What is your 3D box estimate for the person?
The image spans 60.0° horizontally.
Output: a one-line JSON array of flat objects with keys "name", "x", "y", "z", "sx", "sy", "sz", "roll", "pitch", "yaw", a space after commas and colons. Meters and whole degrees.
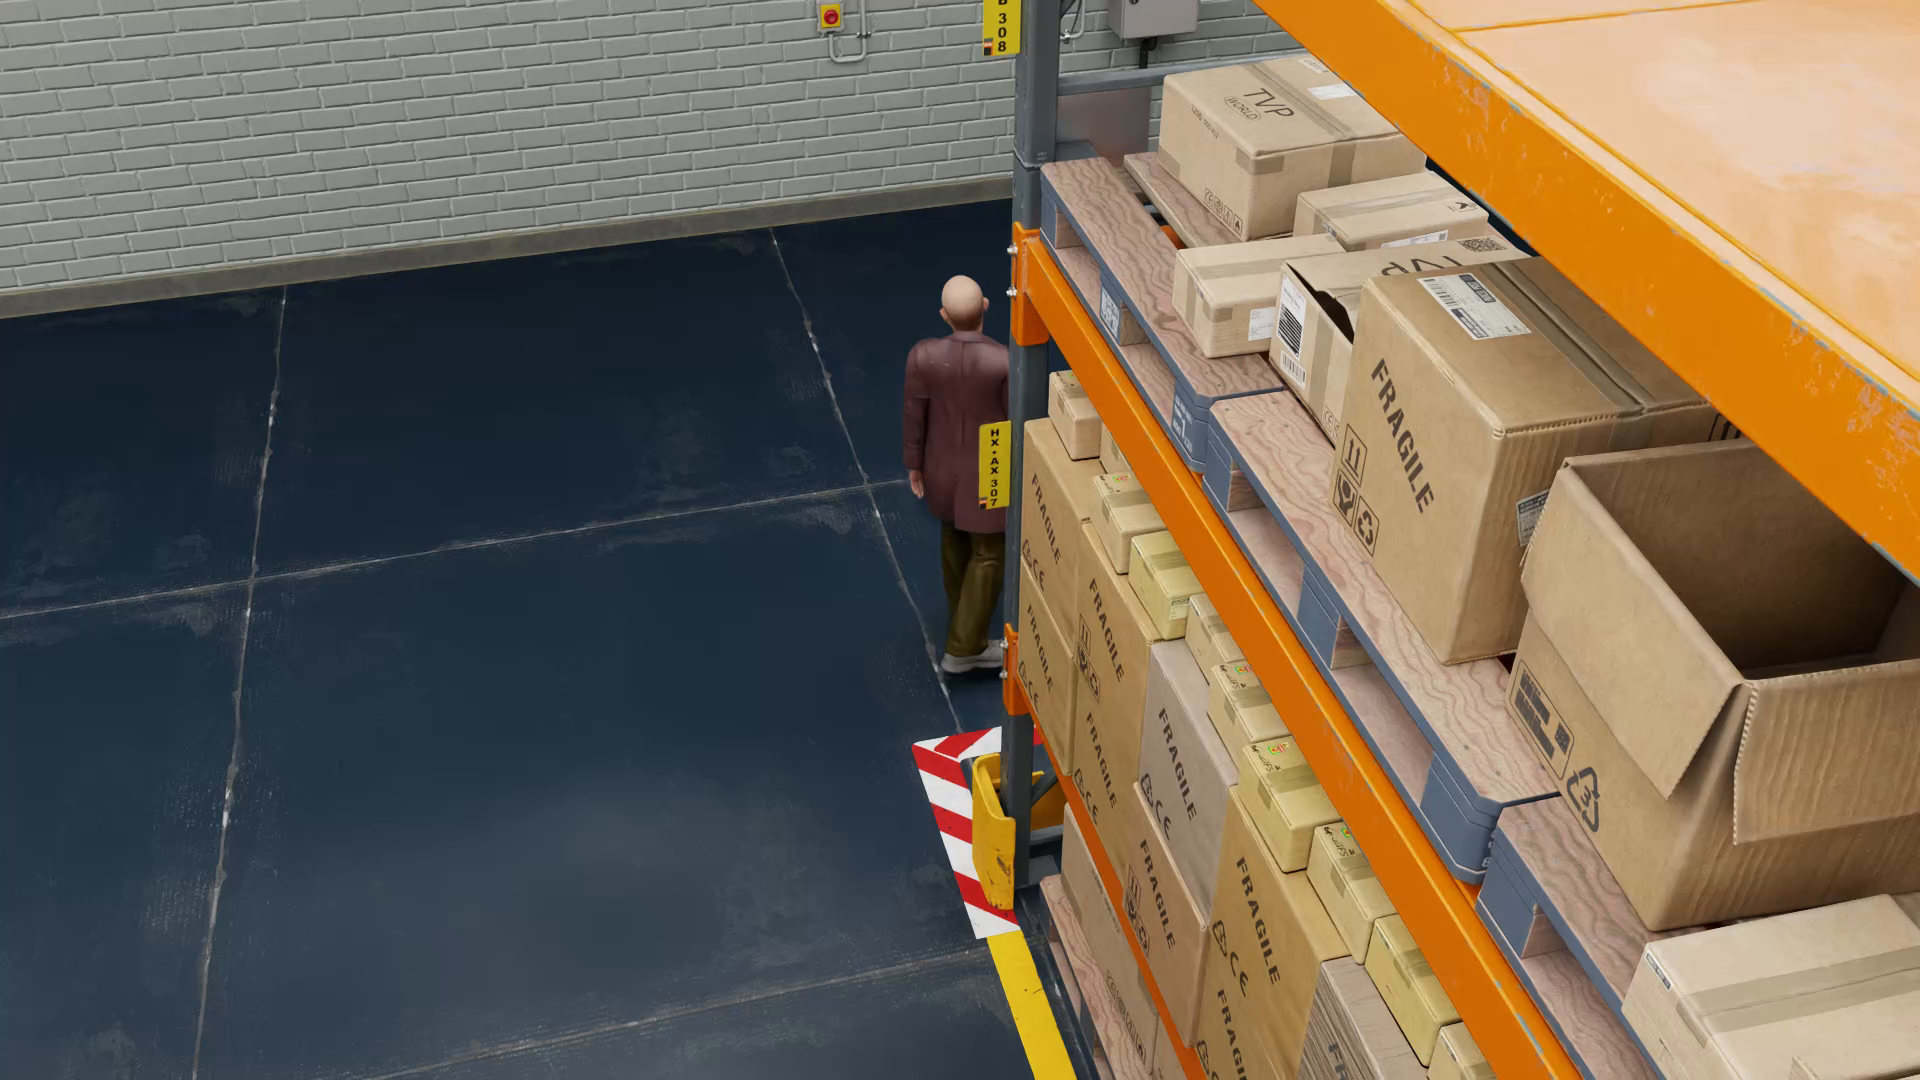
[{"name": "person", "x": 0.035, "y": -0.269, "z": 7.067, "sx": 0.613, "sy": 1.776, "sz": 0.761, "roll": 13, "pitch": 40, "yaw": 16}]
